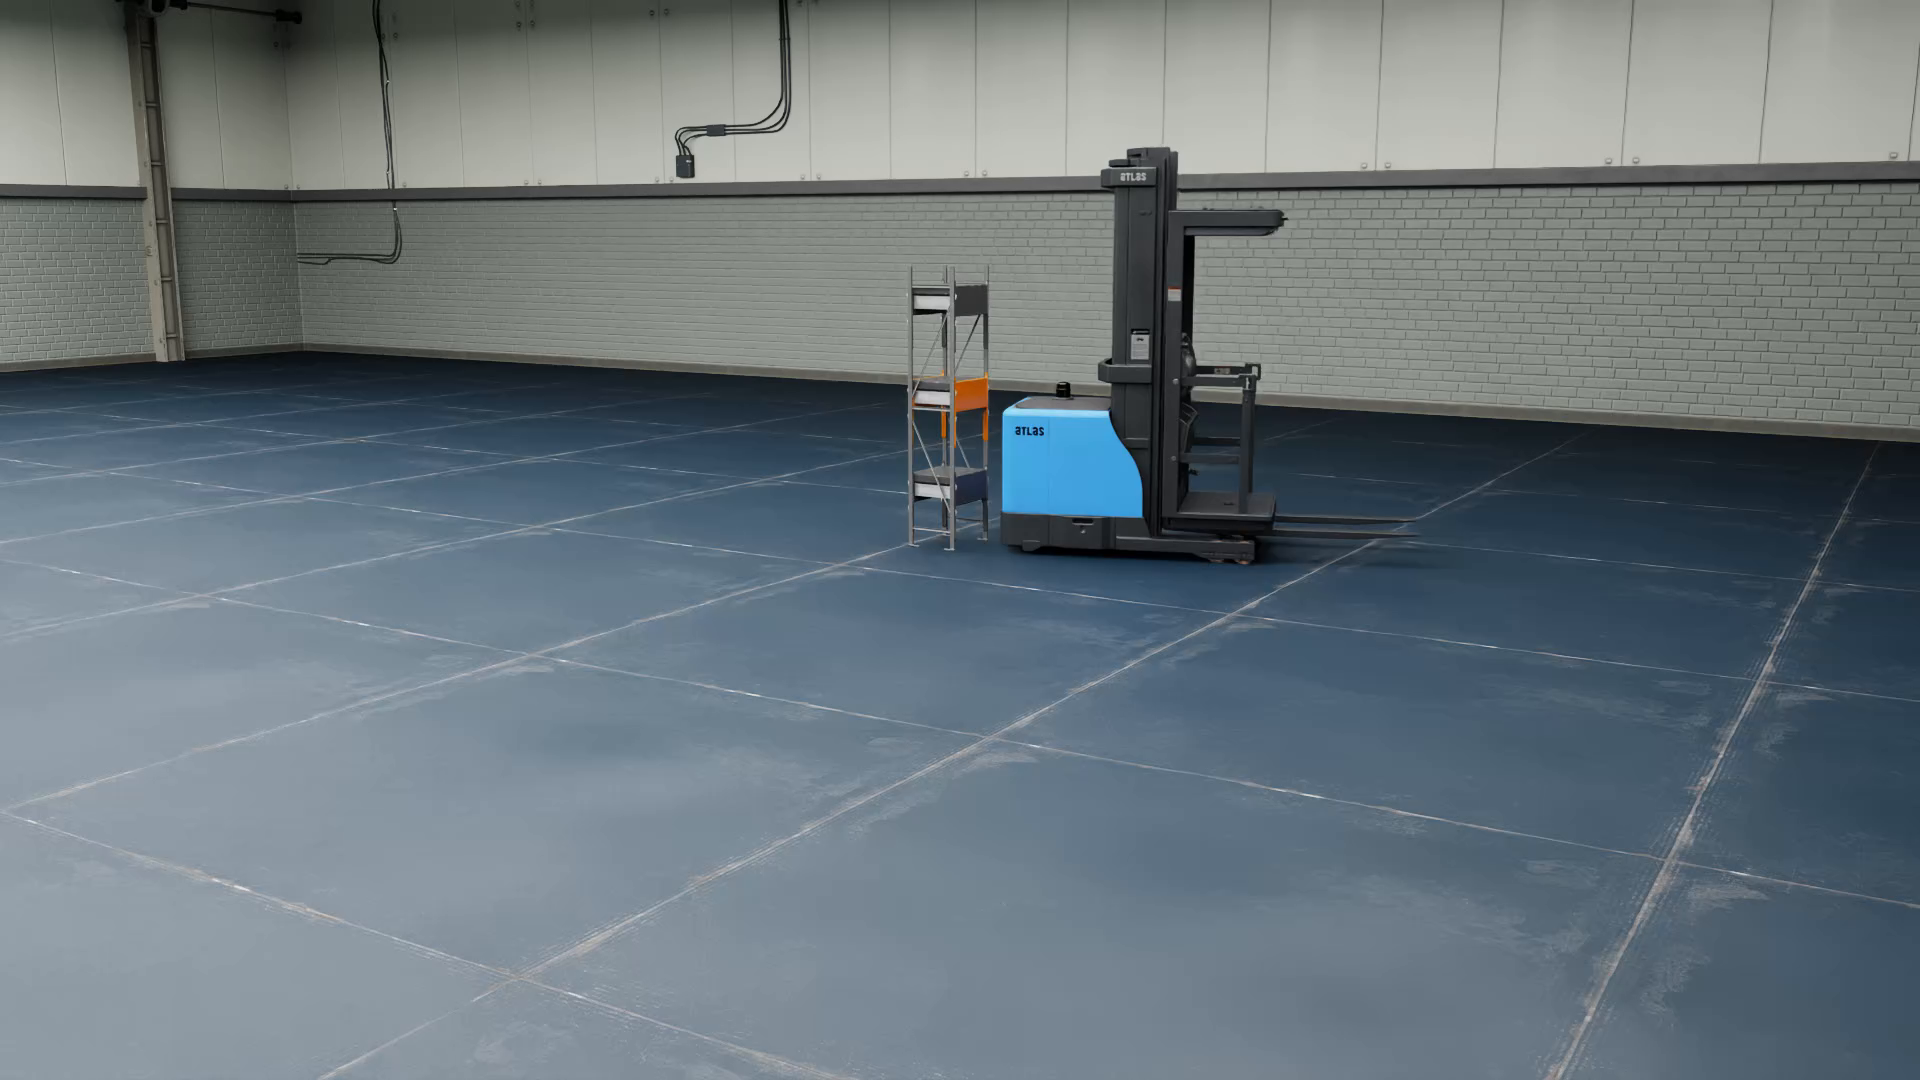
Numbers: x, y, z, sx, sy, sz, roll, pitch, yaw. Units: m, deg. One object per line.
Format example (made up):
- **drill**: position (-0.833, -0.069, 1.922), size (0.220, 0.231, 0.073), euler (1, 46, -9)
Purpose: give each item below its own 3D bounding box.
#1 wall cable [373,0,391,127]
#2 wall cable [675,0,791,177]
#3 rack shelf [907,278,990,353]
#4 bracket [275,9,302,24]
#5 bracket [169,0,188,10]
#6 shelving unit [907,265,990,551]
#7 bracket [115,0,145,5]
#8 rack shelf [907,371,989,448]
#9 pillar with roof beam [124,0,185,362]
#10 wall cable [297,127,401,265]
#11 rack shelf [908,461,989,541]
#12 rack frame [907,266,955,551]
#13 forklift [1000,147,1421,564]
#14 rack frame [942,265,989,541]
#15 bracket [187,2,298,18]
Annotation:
- **wall cable**: position (-9.445, -8.733, 29.774), size (3.097, 2.526, 0.112), euler (6, 12, 31)
- **wall cable**: position (-3.651, -8.797, 26.163), size (2.305, 6.003, 0.169), euler (6, 12, 31)
- **rack shelf**: position (-0.086, -1.681, 12.410), size (0.431, 0.518, 0.480), euler (6, 12, 31)
- **bracket**: position (-12.667, -9.871, 31.361), size (0.235, 0.232, 0.430), euler (6, 12, 31)
- **bracket**: position (-13.898, -9.499, 29.370), size (0.235, 0.232, 0.430), euler (6, 12, 31)
- **shelving unit**: position (-0.086, -1.006, 12.536), size (0.431, 2.100, 0.503), euler (6, 12, 31)
- **bracket**: position (-14.328, -9.368, 28.672), size (0.235, 0.232, 0.430), euler (6, 12, 31)
- **rack shelf**: position (-0.086, -0.993, 12.539), size (0.431, 0.518, 0.480), euler (6, 12, 31)
- **pillar with roof beam**: position (-10.737, -7.287, 27.337), size (9.100, 9.000, 0.548), euler (6, 12, 31)
- **wall cable**: position (-11.757, -6.509, 31.619), size (3.097, 2.526, 0.112), euler (6, 12, 31)
- **rack shelf**: position (-0.086, -0.305, 12.668), size (0.431, 0.518, 0.480), euler (6, 12, 31)
- **rack frame**: position (-0.213, -0.968, 12.331), size (0.400, 2.100, 0.015), euler (6, 12, 31)
- **forklift**: position (1.870, -1.373, 12.239), size (3.031, 2.935, 1.130), euler (2, 11, 12)
- **rack frame**: position (0.041, -1.044, 12.741), size (0.400, 2.100, 0.015), euler (6, 12, 31)
- **bracket**: position (-12.974, -9.778, 30.864), size (0.076, 0.066, 3.189), euler (6, 12, 31)
